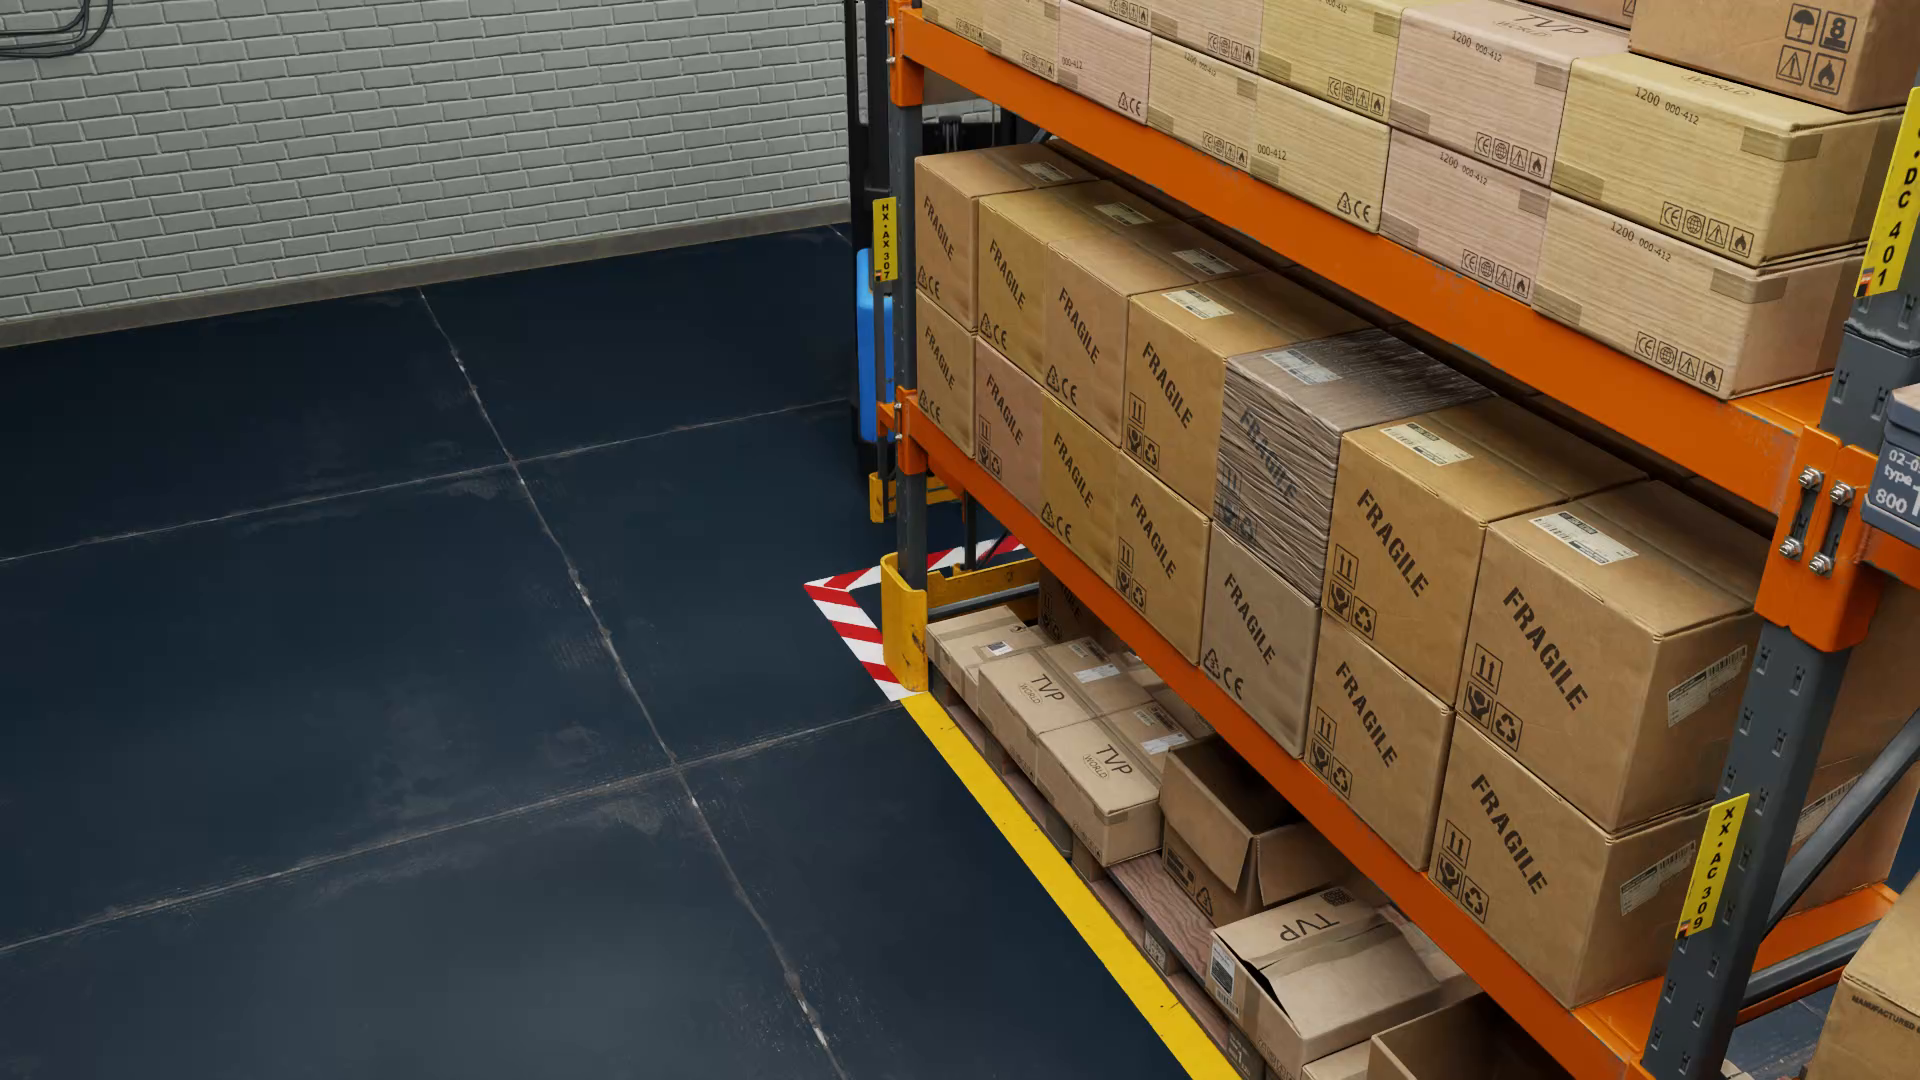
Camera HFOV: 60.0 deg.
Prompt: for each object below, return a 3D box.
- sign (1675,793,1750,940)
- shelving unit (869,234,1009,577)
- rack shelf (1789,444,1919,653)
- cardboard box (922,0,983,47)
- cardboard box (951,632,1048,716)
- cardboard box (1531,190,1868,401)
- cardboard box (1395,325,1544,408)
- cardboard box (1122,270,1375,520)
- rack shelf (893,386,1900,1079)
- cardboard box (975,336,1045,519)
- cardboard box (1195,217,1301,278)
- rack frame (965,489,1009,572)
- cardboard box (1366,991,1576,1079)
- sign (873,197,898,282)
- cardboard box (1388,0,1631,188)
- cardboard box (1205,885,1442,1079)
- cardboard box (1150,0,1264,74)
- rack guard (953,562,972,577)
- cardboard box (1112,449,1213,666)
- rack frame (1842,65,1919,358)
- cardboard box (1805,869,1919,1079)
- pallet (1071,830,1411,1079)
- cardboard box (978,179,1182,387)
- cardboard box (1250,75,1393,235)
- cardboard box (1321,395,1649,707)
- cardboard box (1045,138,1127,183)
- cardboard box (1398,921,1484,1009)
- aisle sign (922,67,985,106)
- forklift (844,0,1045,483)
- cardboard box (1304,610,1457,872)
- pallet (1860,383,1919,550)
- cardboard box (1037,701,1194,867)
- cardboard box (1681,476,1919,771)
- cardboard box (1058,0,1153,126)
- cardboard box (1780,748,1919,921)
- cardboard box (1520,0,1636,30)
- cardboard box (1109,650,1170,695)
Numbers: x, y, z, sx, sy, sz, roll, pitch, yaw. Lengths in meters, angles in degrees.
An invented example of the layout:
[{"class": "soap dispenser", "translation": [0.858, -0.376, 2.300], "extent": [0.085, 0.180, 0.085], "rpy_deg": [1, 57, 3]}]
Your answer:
[{"class": "sign", "translation": [1.440, 0.627, 3.180], "extent": [0.100, 0.325, 0.005], "rpy_deg": [-13, 32, -22]}, {"class": "shelving unit", "translation": [0.033, -0.589, 7.768], "extent": [0.587, 1.500, 1.083], "rpy_deg": [-13, 32, -22]}, {"class": "rack shelf", "translation": [2.785, 0.776, 1.468], "extent": [1.077, 0.370, 4.000], "rpy_deg": [-13, 32, -22]}, {"class": "cardboard box", "translation": [0.200, -1.843, 5.556], "extent": [0.500, 0.250, 0.500], "rpy_deg": [-13, 32, -22]}, {"class": "cardboard box", "translation": [0.186, 0.532, 6.682], "extent": [0.380, 0.166, 0.250], "rpy_deg": [-13, 32, -22]}, {"class": "cardboard box", "translation": [1.477, -0.515, 3.188], "extent": [0.500, 0.250, 0.500], "rpy_deg": [-13, 32, -22]}, {"class": "cardboard box", "translation": [1.536, -0.315, 4.620], "extent": [0.500, 0.500, 0.500], "rpy_deg": [-14, 32, -23]}, {"class": "cardboard box", "translation": [0.822, -0.433, 4.830], "extent": [0.500, 0.500, 0.500], "rpy_deg": [-13, 32, -22]}, {"class": "rack shelf", "translation": [1.068, 0.317, 5.353], "extent": [1.077, 0.370, 4.000], "rpy_deg": [-13, 32, -22]}, {"class": "cardboard box", "translation": [0.388, -0.445, 5.875], "extent": [0.500, 0.500, 0.500], "rpy_deg": [-13, 32, -22]}, {"class": "cardboard box", "translation": [1.093, -0.770, 5.431], "extent": [0.500, 0.500, 0.500], "rpy_deg": [-12, 32, -21]}, {"class": "rack frame", "translation": [0.253, -0.360, 7.359], "extent": [0.500, 1.500, 0.032], "rpy_deg": [-13, 32, -22]}, {"class": "cardboard box", "translation": [1.426, 1.593, 4.448], "extent": [0.500, 0.500, 0.500], "rpy_deg": [-13, 32, -22]}, {"class": "sign", "translation": [-0.281, -1.144, 6.337], "extent": [0.100, 0.325, 0.005], "rpy_deg": [-13, 32, -22]}, {"class": "cardboard box", "translation": [1.261, -0.953, 3.459], "extent": [0.500, 0.250, 0.500], "rpy_deg": [-13, 32, -22]}, {"class": "cardboard box", "translation": [1.104, 1.344, 5.085], "extent": [0.500, 0.311, 0.500], "rpy_deg": [-13, 32, -22]}, {"class": "cardboard box", "translation": [0.834, -1.396, 4.248], "extent": [0.500, 0.250, 0.500], "rpy_deg": [-13, 32, -22]}, {"class": "rack guard", "translation": [0.245, 0.176, 7.680], "extent": [0.587, 0.250, 0.087], "rpy_deg": [-13, 32, -22]}, {"class": "cardboard box", "translation": [0.814, -0.002, 5.084], "extent": [0.500, 0.500, 0.500], "rpy_deg": [-13, 32, -21]}, {"class": "rack frame", "translation": [1.926, -1.730, 2.134], "extent": [1.000, 3.000, 0.127], "rpy_deg": [-13, 32, -22]}, {"class": "cardboard box", "translation": [1.928, 0.916, 3.017], "extent": [0.700, 0.500, 0.500], "rpy_deg": [-26, 38, -38]}, {"class": "pallet", "translation": [1.105, 1.260, 5.787], "extent": [1.003, 0.211, 1.213], "rpy_deg": [-13, 32, -22]}, {"class": "cardboard box", "translation": [0.393, -0.879, 5.626], "extent": [0.500, 0.500, 0.500], "rpy_deg": [-13, 32, -21]}, {"class": "cardboard box", "translation": [1.050, -0.957, 3.976], "extent": [0.500, 0.250, 0.500], "rpy_deg": [-13, 32, -22]}, {"class": "cardboard box", "translation": [1.253, 0.013, 4.036], "extent": [0.500, 0.500, 0.500], "rpy_deg": [-14, 32, -23]}, {"class": "cardboard box", "translation": [0.649, -1.221, 6.236], "extent": [0.500, 0.500, 0.500], "rpy_deg": [-13, 32, -22]}, {"class": "cardboard box", "translation": [1.561, 1.320, 5.276], "extent": [0.380, 0.166, 0.250], "rpy_deg": [-13, 32, -22]}, {"class": "aisle sign", "translation": [-0.085, -1.982, 6.060], "extent": [0.394, 0.787, 0.004], "rpy_deg": [-13, 32, -22]}, {"class": "forklift", "translation": [-0.077, -2.251, 9.268], "extent": [1.130, 2.935, 3.031], "rpy_deg": [-2, 29, -3]}, {"class": "cardboard box", "translation": [1.258, 0.449, 4.280], "extent": [0.500, 0.500, 0.500], "rpy_deg": [-12, 31, -21]}, {"class": "pallet", "translation": [2.143, -0.037, 2.374], "extent": [1.213, 0.211, 1.003], "rpy_deg": [-13, 32, -22]}, {"class": "cardboard box", "translation": [0.616, 0.869, 5.995], "extent": [0.500, 0.250, 0.500], "rpy_deg": [-13, 32, -22]}, {"class": "cardboard box", "translation": [1.978, 0.140, 3.809], "extent": [0.500, 0.500, 0.500], "rpy_deg": [-12, 32, -21]}, {"class": "cardboard box", "translation": [0.619, -1.398, 4.764], "extent": [0.500, 0.250, 0.500], "rpy_deg": [-13, 32, -22]}, {"class": "cardboard box", "translation": [1.954, 0.561, 4.080], "extent": [0.500, 0.500, 0.500], "rpy_deg": [-12, 32, -21]}, {"class": "cardboard box", "translation": [1.597, -1.359, 3.414], "extent": [0.700, 0.500, 0.500], "rpy_deg": [-13, 32, -22]}, {"class": "cardboard box", "translation": [0.758, 0.550, 6.649], "extent": [0.380, 0.166, 0.250], "rpy_deg": [-13, 32, -22]}]
